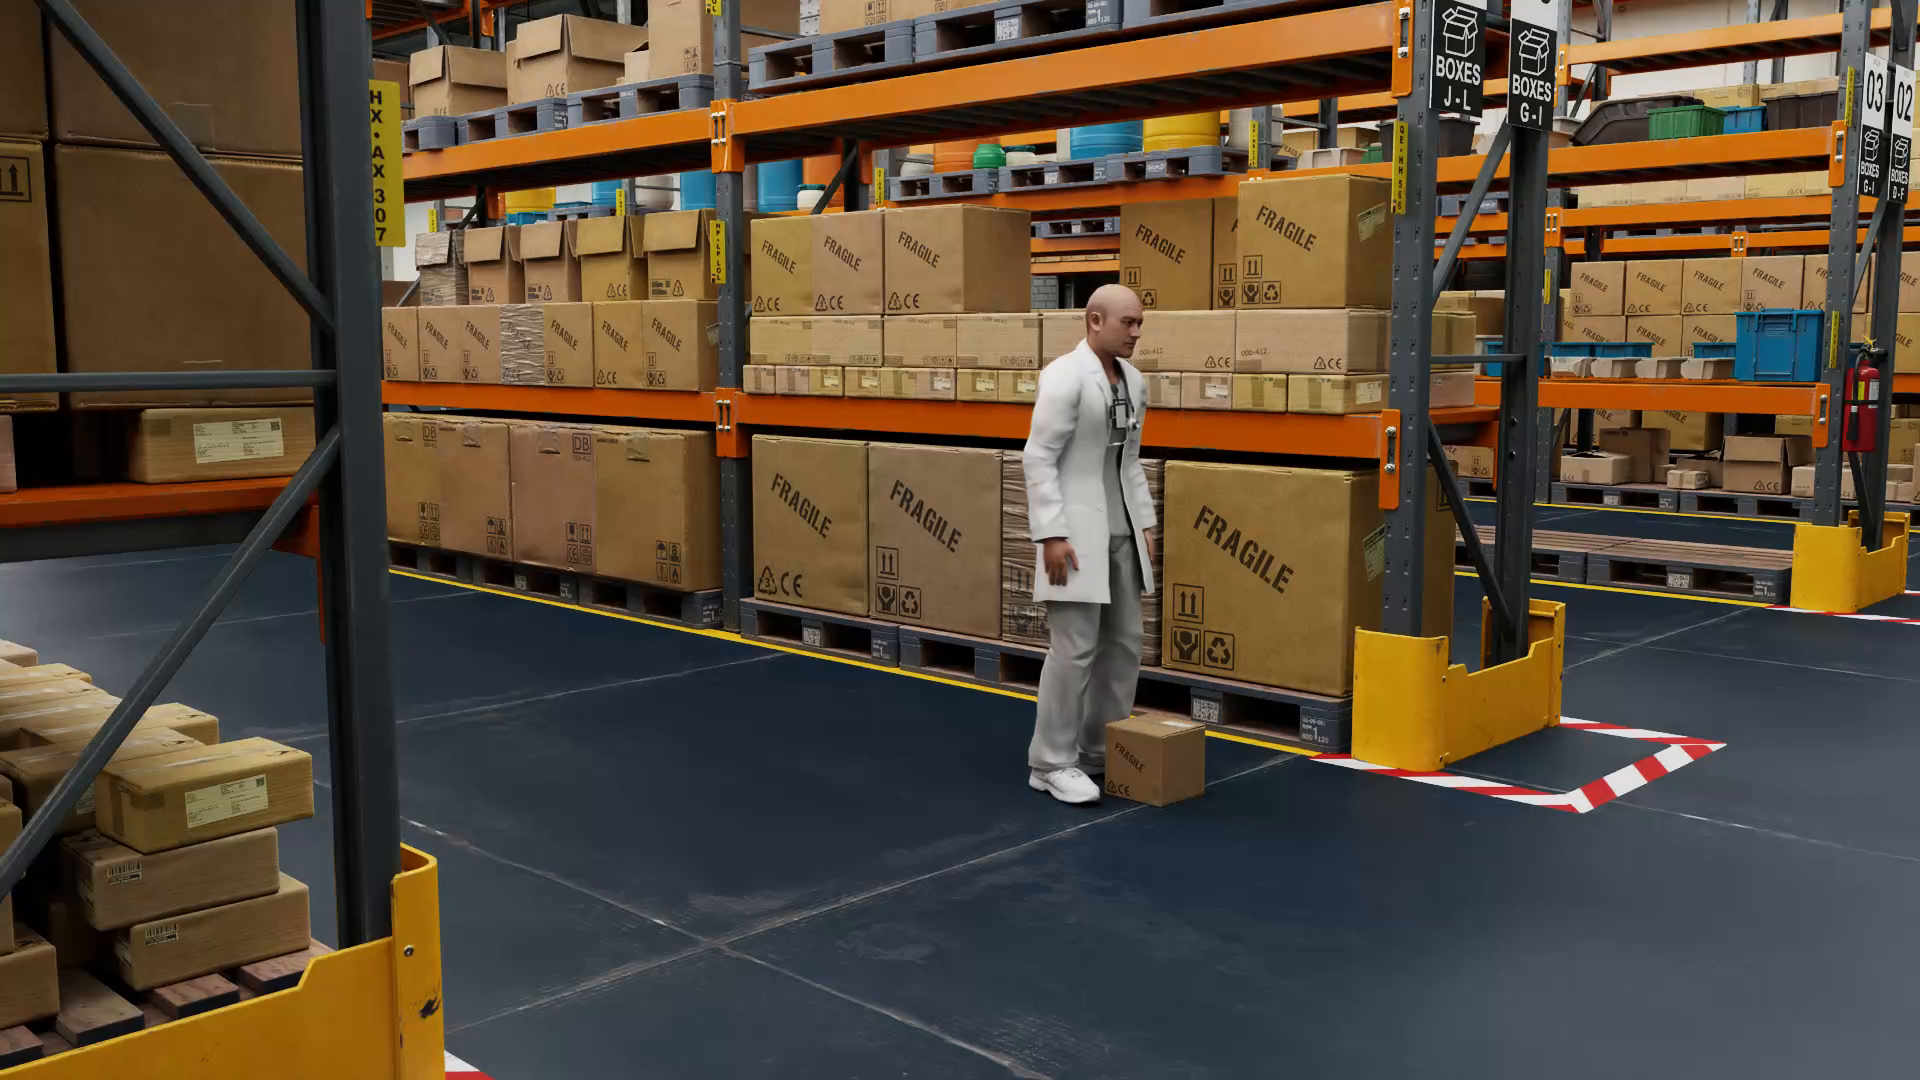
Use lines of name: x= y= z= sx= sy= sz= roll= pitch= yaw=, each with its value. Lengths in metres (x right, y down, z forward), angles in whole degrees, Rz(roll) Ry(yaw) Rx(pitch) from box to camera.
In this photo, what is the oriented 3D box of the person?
person: x=0.478 y=-0.007 z=5.870 sx=0.420 sy=1.774 sz=0.649 roll=6 pitch=9 yaw=42
